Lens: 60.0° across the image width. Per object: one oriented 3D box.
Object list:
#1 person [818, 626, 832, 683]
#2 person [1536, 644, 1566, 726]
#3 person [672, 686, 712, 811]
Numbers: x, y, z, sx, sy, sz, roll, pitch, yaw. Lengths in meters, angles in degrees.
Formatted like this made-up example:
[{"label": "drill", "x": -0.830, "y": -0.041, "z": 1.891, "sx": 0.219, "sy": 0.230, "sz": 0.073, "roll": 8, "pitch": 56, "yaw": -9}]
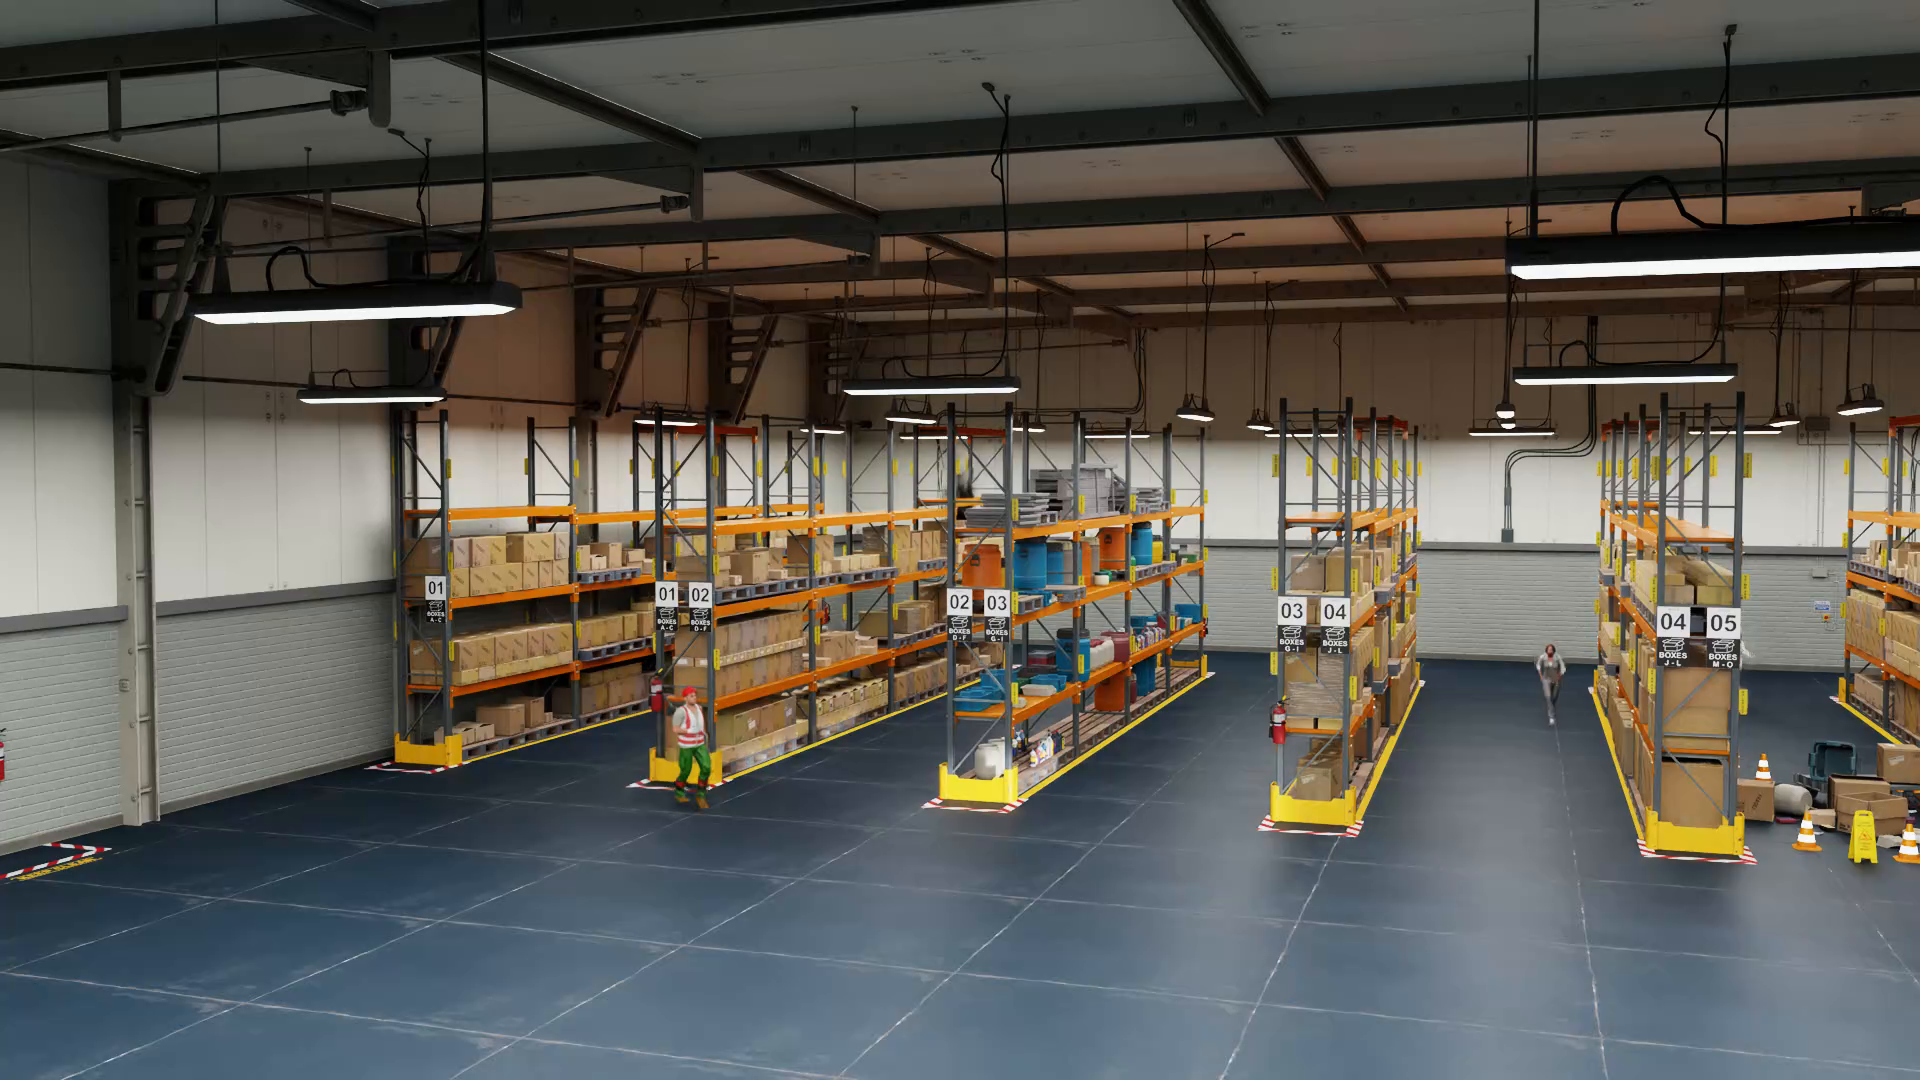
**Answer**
[{"label": "person", "x": -2.926, "y": 2.661, "z": 35.729, "sx": 0.590, "sy": 1.636, "sz": 0.542, "roll": 1, "pitch": 3, "yaw": 15}, {"label": "person", "x": 11.672, "y": 2.830, "z": 32.863, "sx": 0.536, "sy": 1.571, "sz": 0.955, "roll": 1, "pitch": 3, "yaw": 16}, {"label": "person", "x": -3.949, "y": 3.065, "z": 24.451, "sx": 0.631, "sy": 1.841, "sz": 0.774, "roll": -2, "pitch": 3, "yaw": -41}]
